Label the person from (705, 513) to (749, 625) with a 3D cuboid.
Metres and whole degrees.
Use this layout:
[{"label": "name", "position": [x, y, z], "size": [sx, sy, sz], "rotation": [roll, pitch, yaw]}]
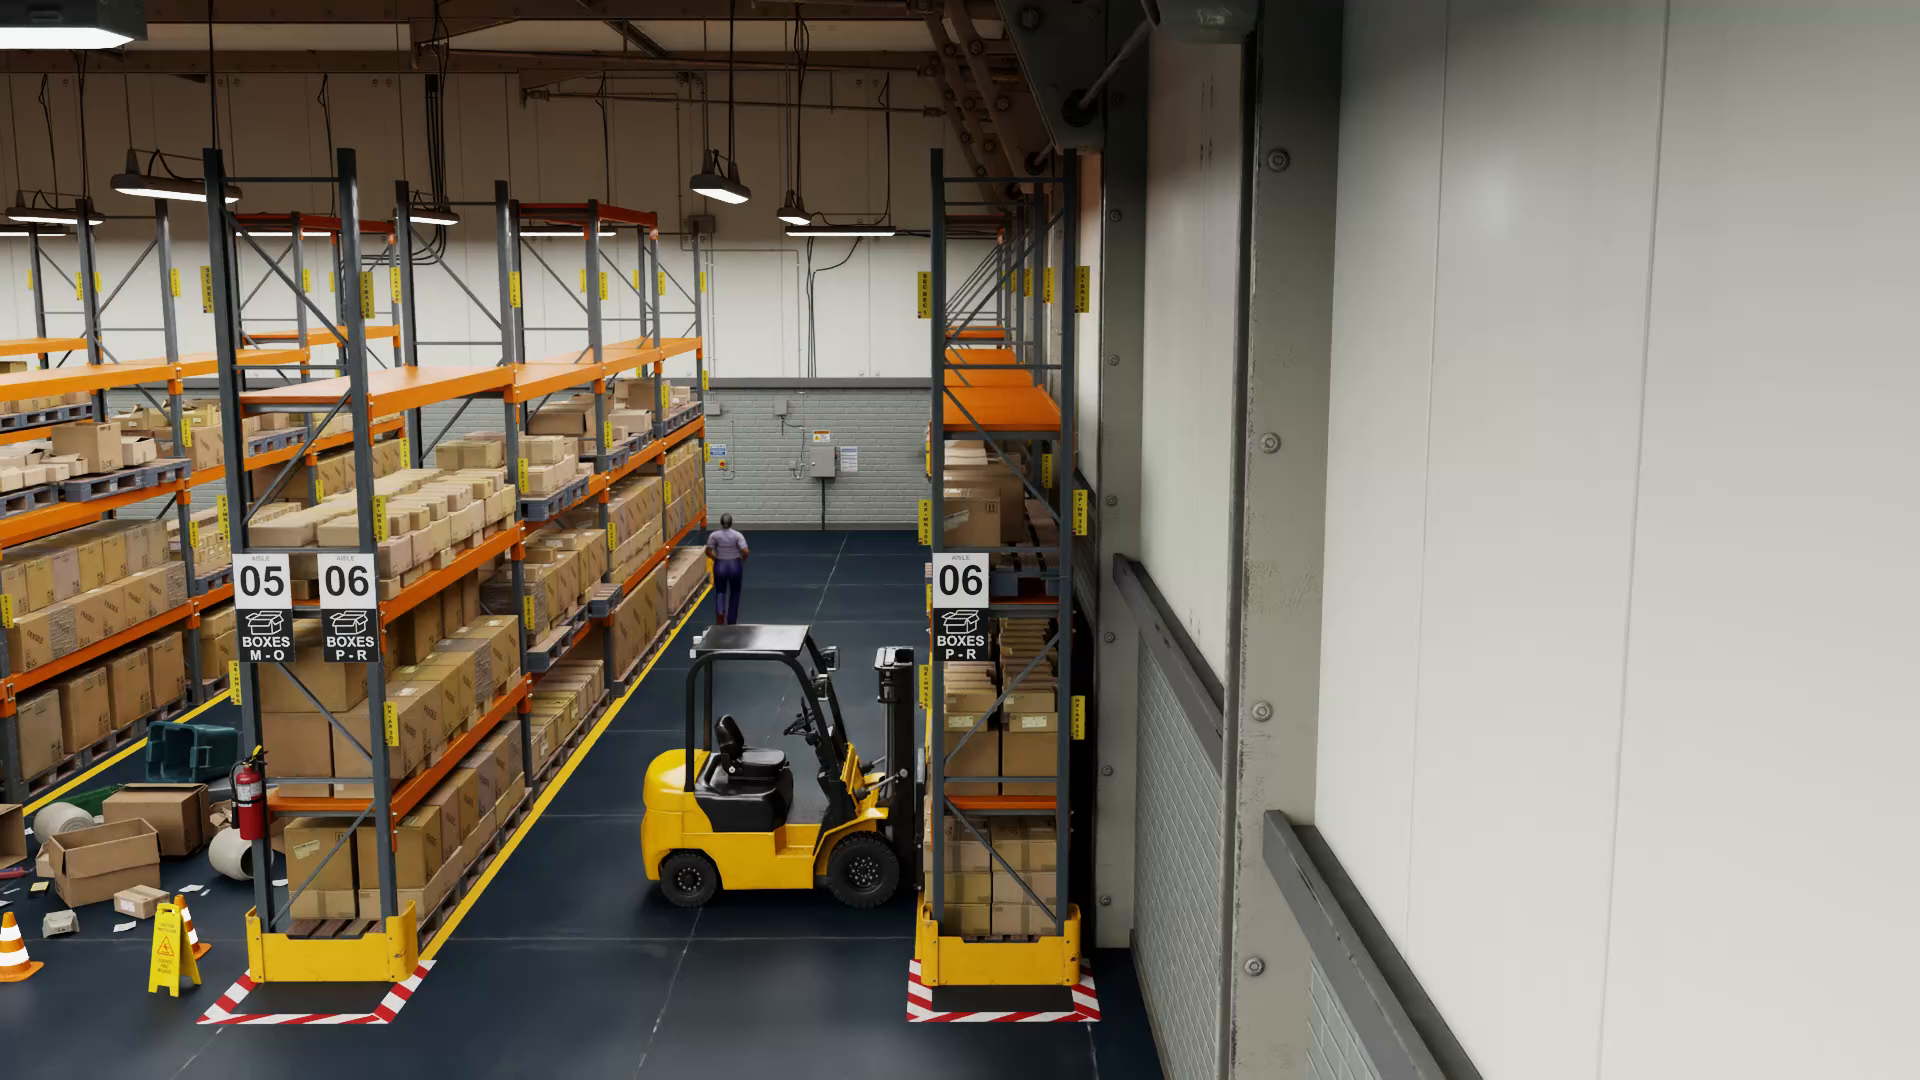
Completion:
[{"label": "person", "position": [-3.205, 0.433, 22.968], "size": [0.606, 1.610, 0.532], "rotation": [0, 9, -3]}]
